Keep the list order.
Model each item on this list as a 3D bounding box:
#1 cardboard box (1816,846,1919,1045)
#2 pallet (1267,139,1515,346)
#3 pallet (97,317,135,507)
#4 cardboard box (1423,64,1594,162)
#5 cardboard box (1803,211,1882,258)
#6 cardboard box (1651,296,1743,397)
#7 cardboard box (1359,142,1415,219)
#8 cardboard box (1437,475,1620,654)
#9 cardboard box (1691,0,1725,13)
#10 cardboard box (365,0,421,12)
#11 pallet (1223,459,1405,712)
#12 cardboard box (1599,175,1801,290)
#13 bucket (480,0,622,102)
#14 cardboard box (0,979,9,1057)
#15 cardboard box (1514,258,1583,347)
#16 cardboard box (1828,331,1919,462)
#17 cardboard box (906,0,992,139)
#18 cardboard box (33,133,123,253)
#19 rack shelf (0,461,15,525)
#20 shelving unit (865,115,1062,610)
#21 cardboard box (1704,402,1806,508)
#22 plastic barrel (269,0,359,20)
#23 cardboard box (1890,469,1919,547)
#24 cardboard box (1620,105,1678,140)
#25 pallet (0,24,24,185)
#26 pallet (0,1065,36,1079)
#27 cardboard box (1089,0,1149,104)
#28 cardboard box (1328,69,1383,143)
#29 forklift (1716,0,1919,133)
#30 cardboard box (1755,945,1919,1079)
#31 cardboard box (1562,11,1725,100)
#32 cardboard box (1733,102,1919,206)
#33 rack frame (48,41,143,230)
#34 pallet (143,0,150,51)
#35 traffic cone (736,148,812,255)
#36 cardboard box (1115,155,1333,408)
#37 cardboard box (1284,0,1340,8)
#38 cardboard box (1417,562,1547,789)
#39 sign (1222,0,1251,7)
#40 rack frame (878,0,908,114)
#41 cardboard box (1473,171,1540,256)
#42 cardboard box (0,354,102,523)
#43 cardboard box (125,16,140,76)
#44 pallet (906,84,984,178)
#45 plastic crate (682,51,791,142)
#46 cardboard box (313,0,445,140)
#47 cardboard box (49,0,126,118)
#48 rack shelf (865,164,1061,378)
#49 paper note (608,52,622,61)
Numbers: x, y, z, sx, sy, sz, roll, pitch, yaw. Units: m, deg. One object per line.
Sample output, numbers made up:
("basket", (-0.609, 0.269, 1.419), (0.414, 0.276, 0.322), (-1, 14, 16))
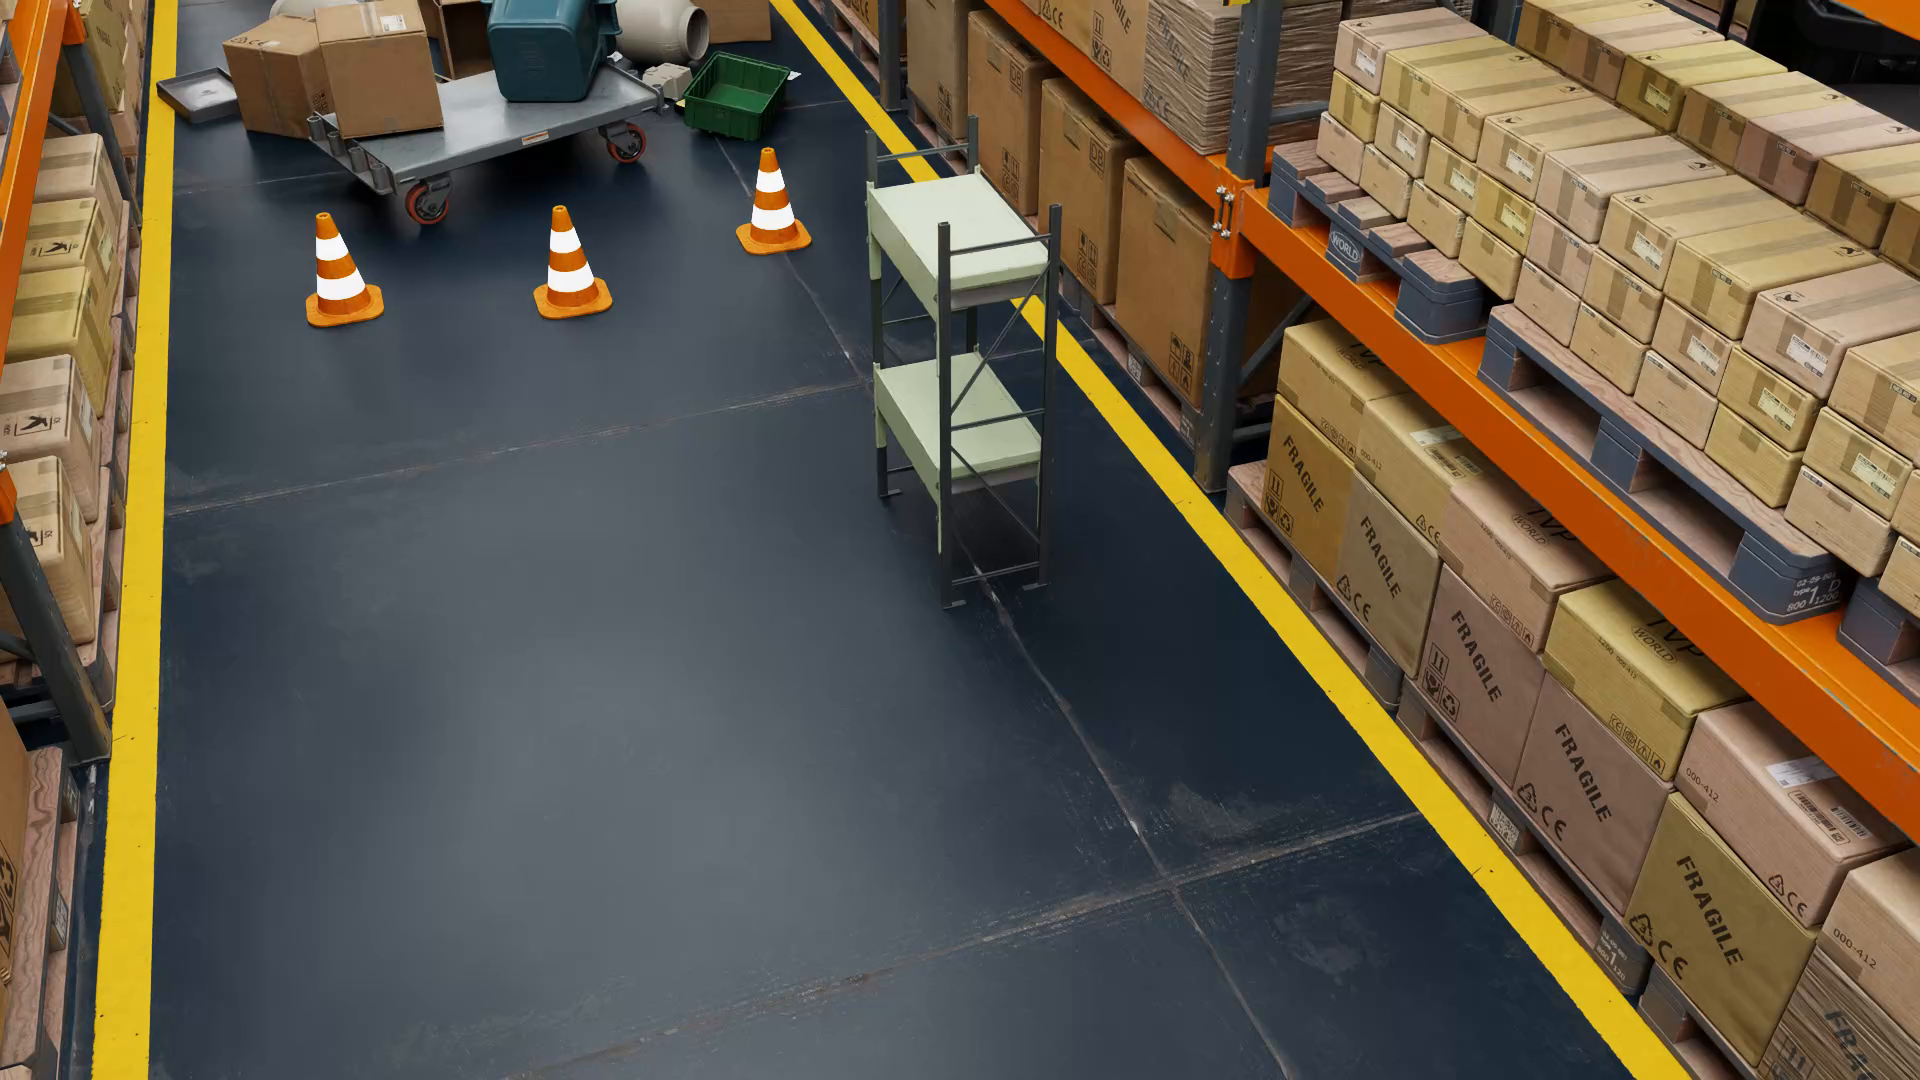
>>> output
("cardboard box", (2.292, 0.915, 3.648), (0.500, 0.250, 0.500), (-13, 39, -17))
("pallet", (1.754, -1.051, 5.311), (1.213, 0.211, 1.003), (-12, 39, -16))
("pallet", (-3.887, -0.442, 6.661), (1.003, 0.211, 1.213), (-12, 39, -16))
("cardboard box", (1.562, -1.221, 4.743), (0.380, 0.149, 0.250), (-13, 39, -16))
("cardboard box", (2.453, -0.781, 4.406), (0.380, 0.149, 0.250), (-11, 38, -15))
("cardboard box", (1.928, -0.501, 4.034), (0.380, 0.149, 0.250), (-11, 38, -14))
("cardboard box", (1.466, -1.129, 5.116), (0.380, 0.149, 0.250), (-11, 38, -14))
("cardboard box", (1.752, 0.032, 4.820), (0.500, 0.250, 0.500), (-12, 39, -16))
("cardboard box", (4.916, -3.563, 10.199), (0.700, 0.500, 0.500), (-15, 40, -19))
("cardboard box", (-3.609, -3.485, 10.753), (0.380, 0.149, 0.250), (6, 37, 8))
("pallet", (1.677, 0.048, 6.011), (1.003, 0.211, 1.213), (-12, 39, -16))
("cardboard box", (1.840, -0.770, 4.144), (0.380, 0.149, 0.250), (-11, 38, -15))
("bucket", (-2.179, -2.667, 8.754), (0.726, 0.611, 0.620), (0, 47, 0))
("cardboard box", (-2.741, 1.167, 3.624), (0.875, 0.875, 0.875), (-12, 39, -15))
("cardboard box", (1.747, -0.675, 4.512), (0.380, 0.149, 0.250), (-11, 38, -14))
("cardboard box", (2.112, -0.325, 3.554), (0.380, 0.149, 0.250), (-14, 39, -17))
("cardboard box", (0.331, -2.705, 8.868), (1.050, 0.750, 0.750), (-13, 39, -16))
("cardboard box", (-4.397, -1.508, 7.594), (0.950, 0.372, 0.625), (-12, 39, -15))
("rack shelf", (-2.516, 0.991, 3.039), (1.077, 0.370, 4.000), (-12, 39, -16))
("shelving unit", (-0.002, -0.603, 5.804), (0.431, 1.500, 0.755), (-12, 39, -16))
("cardboard box", (2.012, -0.234, 3.928), (0.380, 0.149, 0.250), (-11, 38, -14))
("plastic barrel", (-3.824, -3.063, 9.964), (0.512, 0.421, 0.421), (12, 39, 16))
("cardboard box", (2.191, -0.061, 3.451), (0.380, 0.149, 0.250), (-14, 39, -17))
("cardboard box", (2.193, -1.211, 4.977), (0.380, 0.149, 0.250), (-12, 39, -15))
("pallet", (-3.923, -1.459, 5.853), (1.003, 0.211, 1.213), (-12, 39, -16))
("pallet", (-2.587, 1.837, 3.636), (1.003, 0.211, 1.213), (-12, 39, -16))
("cardboard box", (0.832, -2.029, 6.367), (0.500, 0.500, 0.500), (-12, 39, -16))
("cardboard box", (1.387, -1.380, 5.201), (0.380, 0.149, 0.250), (-11, 38, -14))
("forklift", (4.038, -2.587, 7.249), (1.130, 2.935, 3.031), (4, 37, 6))
("cardboard box", (2.294, 1.217, 3.870), (0.500, 0.500, 0.500), (-13, 39, -17))
("cardboard box", (2.093, -1.489, 5.098), (0.380, 0.149, 0.250), (-13, 39, -17))
("cardboard box", (2.356, -1.053, 4.520), (0.380, 0.149, 0.250), (-12, 39, -16))
("rack frame", (-4.580, -2.686, 7.322), (1.000, 3.000, 0.127), (-12, 39, -16))
("pallet", (-5.684, -3.322, 10.485), (1.003, 0.211, 1.213), (-12, 39, -16))
("traffic cone", (-0.924, -1.684, 8.101), (0.336, 0.463, 0.334), (-12, 39, -16))
("cardboard box", (1.284, -1.140, 6.791), (1.050, 0.750, 0.750), (-13, 39, -17))
("cardboard box", (1.264, -2.203, 5.767), (0.700, 0.500, 0.500), (-13, 39, -16))
("cardboard box", (1.770, 0.348, 5.024), (0.500, 0.500, 0.500), (-13, 39, -17))
("sign", (0.889, -1.854, 5.255), (0.100, 0.325, 0.005), (-12, 39, -16))
("rack frame", (0.033, -3.767, 8.759), (1.000, 3.000, 0.127), (-12, 39, -16))
("cardboard box", (1.664, -0.934, 4.610), (0.380, 0.149, 0.250), (-12, 39, -16))
("cardboard box", (-3.650, -0.280, 5.964), (0.950, 0.372, 0.625), (-13, 39, -17))
("cardboard box", (-4.909, -2.743, 9.334), (0.500, 0.250, 0.500), (-13, 39, -17))
("pallet", (0.369, -2.233, 9.040), (1.003, 0.211, 1.213), (-12, 39, -16))
("plastic crate", (-1.257, -2.494, 9.358), (0.450, 0.188, 0.662), (14, 38, 2))
("cardboard box", (-2.919, -2.375, 8.358), (0.500, 0.500, 0.500), (-12, 39, -16))
("cardboard box", (-4.530, -2.444, 8.314), (0.500, 0.500, 0.500), (-11, 38, -14))
("rack shelf", (-0.002, -0.915, 5.569), (0.431, 0.370, 0.720), (-12, 39, -16))
("paper note", (-2.153, -2.967, 10.170), (0.172, 0.023, 0.155), (0, 37, 0))
